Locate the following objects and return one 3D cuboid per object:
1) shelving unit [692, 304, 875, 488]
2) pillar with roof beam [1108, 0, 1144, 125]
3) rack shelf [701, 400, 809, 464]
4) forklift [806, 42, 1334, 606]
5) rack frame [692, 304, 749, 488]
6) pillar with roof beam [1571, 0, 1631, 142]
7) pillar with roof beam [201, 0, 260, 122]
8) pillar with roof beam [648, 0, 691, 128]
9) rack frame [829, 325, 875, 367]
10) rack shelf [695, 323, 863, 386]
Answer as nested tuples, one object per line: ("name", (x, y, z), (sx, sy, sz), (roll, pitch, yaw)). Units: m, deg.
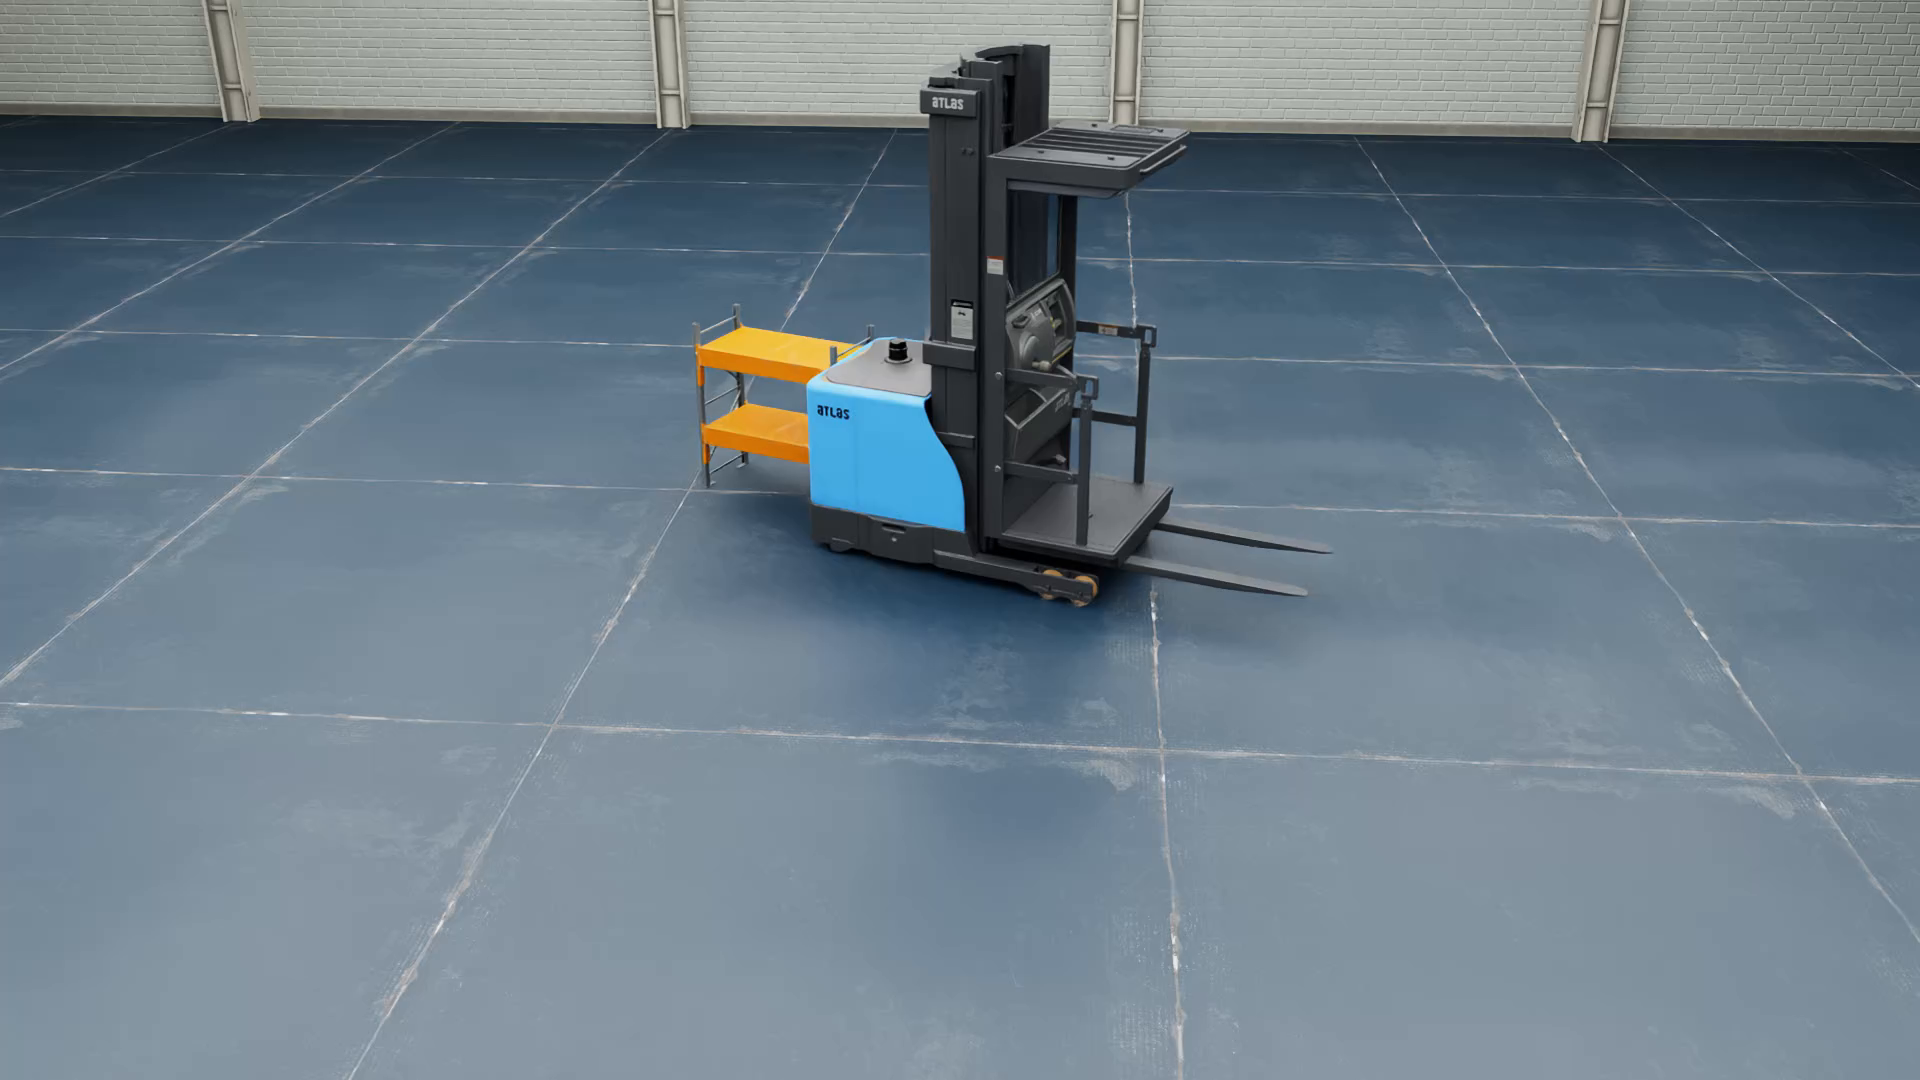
("shelving unit", (-1.121, -0.852, 10.757), (1.048, 1.125, 0.538), (12, 27, 24))
("pillar with roof beam", (1.819, -7.661, 16.134), (0.400, 9.000, 9.100), (2, 25, 4))
("rack shelf", (-1.121, -0.630, 10.859), (1.000, 0.278, 0.538), (12, 27, 24))
("forklift", (0.645, -1.213, 9.379), (3.031, 2.935, 1.130), (11, 27, 22))
("rack frame", (-1.575, -0.949, 10.966), (0.032, 1.125, 0.500), (12, 27, 24))
("pillar with roof beam", (7.801, -7.469, 15.717), (0.400, 9.000, 9.100), (2, 25, 4))
("pillar with roof beam", (-10.146, -8.045, 16.969), (0.400, 9.000, 9.100), (2, 25, 4))
("pillar with roof beam", (-4.164, -7.853, 16.551), (0.400, 9.000, 9.100), (2, 25, 4))
("rack frame", (-0.668, -0.756, 10.548), (0.032, 1.125, 0.500), (12, 27, 24))
("rack shelf", (-1.121, -1.118, 10.635), (1.000, 0.278, 0.538), (12, 27, 24))
